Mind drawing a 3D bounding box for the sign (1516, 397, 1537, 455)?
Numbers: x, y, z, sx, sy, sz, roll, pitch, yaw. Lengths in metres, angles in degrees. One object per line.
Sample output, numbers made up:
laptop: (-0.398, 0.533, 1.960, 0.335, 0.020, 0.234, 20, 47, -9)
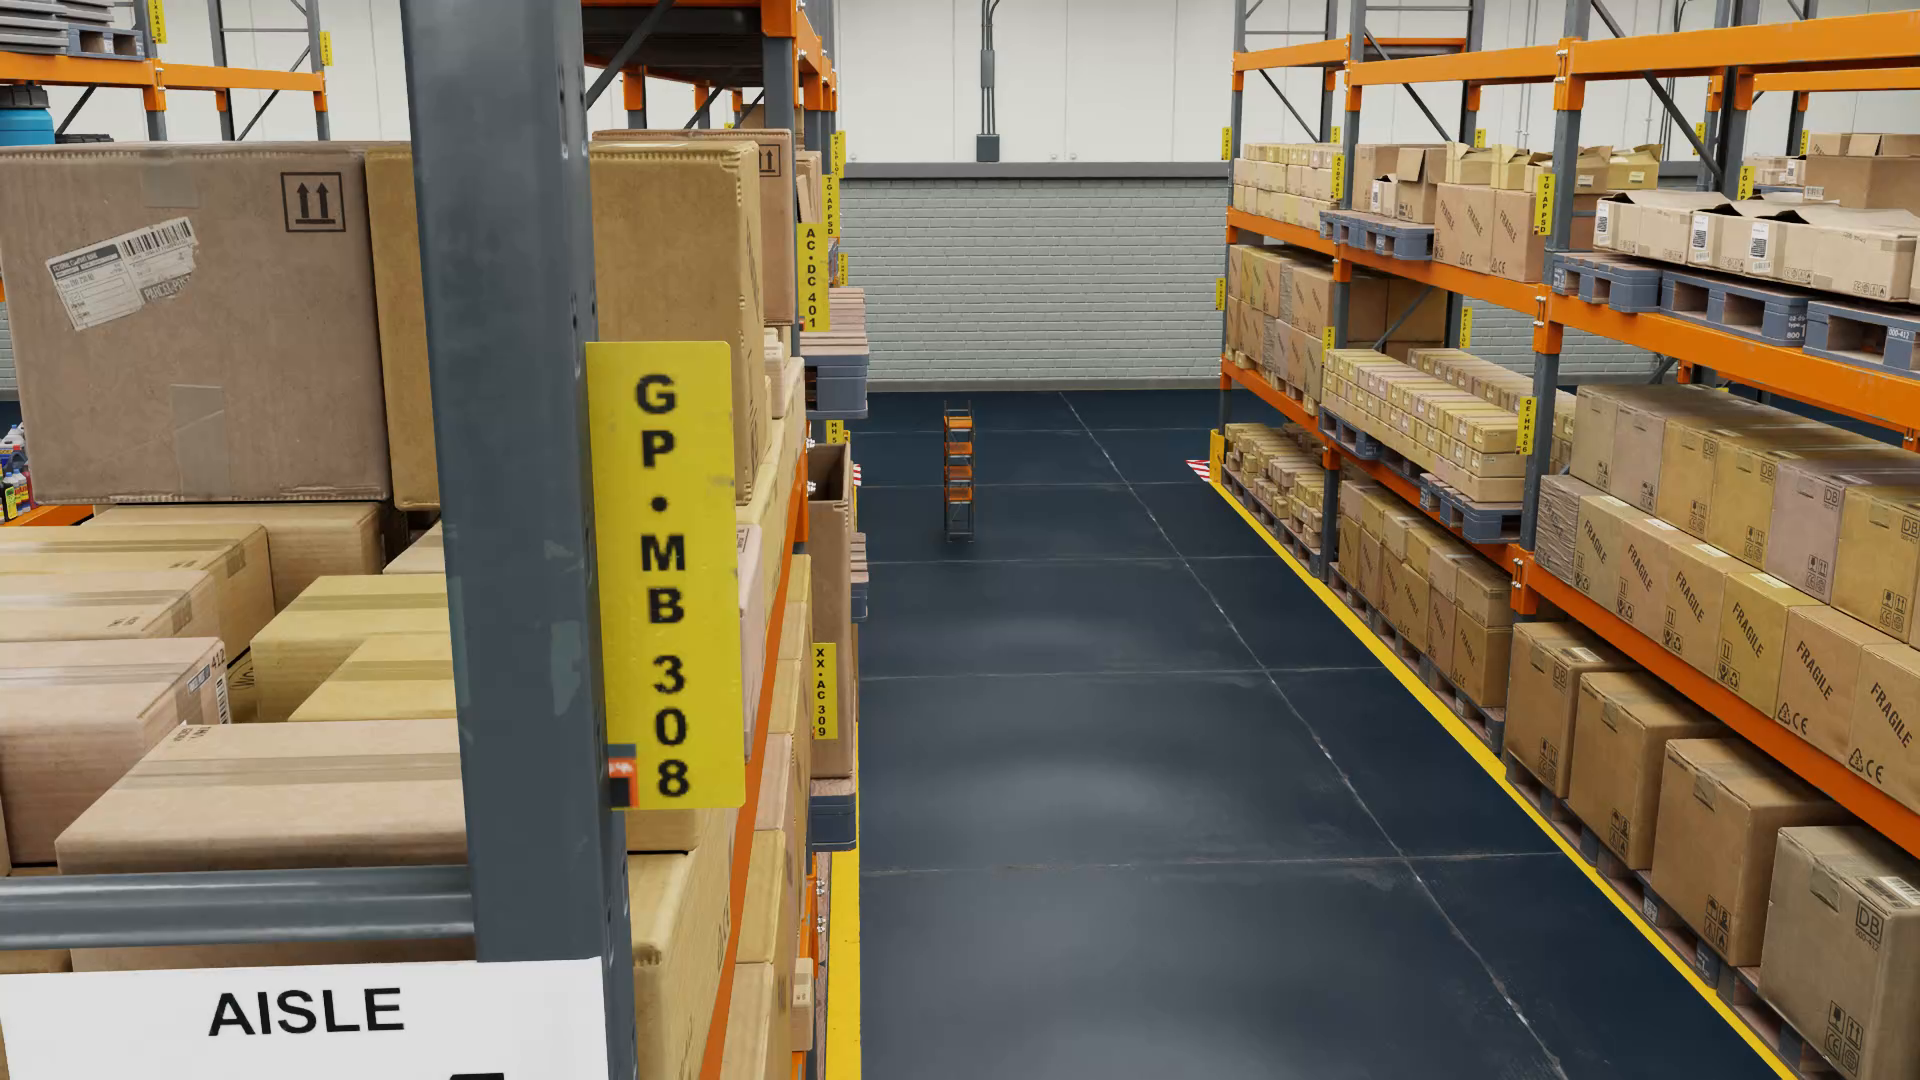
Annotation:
sign: (3.179, -0.639, 9.326, 0.100, 0.325, 0.005, -1, 14, -3)

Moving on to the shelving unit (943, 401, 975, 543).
shelving unit: (-0.010, -0.622, 15.037, 0.258, 1.200, 0.503, -1, 14, -3)

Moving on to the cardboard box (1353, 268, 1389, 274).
cardboard box: (3.640, -2.044, 14.145, 0.500, 0.500, 0.500, -1, 14, -5)

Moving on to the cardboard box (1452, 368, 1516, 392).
cardboard box: (3.751, -1.138, 11.896, 0.380, 0.149, 0.250, -1, 14, -5)

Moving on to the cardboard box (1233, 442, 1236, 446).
cardboard box: (3.000, -0.950, 16.979, 0.380, 0.149, 0.250, 0, 14, -1)

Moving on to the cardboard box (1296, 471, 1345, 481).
cardboard box: (3.174, -0.508, 14.666, 0.380, 0.149, 0.250, 0, 14, -2)

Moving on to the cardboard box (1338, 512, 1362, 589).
cardboard box: (3.253, 0.073, 12.898, 0.500, 0.500, 0.500, 0, 14, -1)

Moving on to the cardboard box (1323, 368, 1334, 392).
cardboard box: (3.037, -1.243, 12.902, 0.380, 0.149, 0.250, -1, 14, -3)

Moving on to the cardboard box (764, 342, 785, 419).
cardboard box: (-0.610, -0.381, 3.968, 0.380, 0.149, 0.250, -1, 14, -5)

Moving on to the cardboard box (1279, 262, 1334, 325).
cardboard box: (3.118, -2.168, 14.628, 0.500, 0.500, 0.500, -1, 14, -2)

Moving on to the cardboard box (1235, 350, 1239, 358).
cardboard box: (2.974, -1.847, 16.690, 0.380, 0.149, 0.250, 0, 14, -1)

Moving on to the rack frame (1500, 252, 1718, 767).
rack frame: (3.720, -0.128, 9.502, 1.000, 3.000, 0.127, -1, 14, -3)

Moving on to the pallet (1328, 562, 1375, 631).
pallet: (3.522, 0.422, 12.964, 1.003, 0.211, 1.213, -1, 14, -3)

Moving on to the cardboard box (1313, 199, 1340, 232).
cardboard box: (3.172, -2.620, 13.472, 0.500, 0.250, 0.500, -1, 14, -2)

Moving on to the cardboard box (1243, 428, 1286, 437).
cardboard box: (3.055, -1.026, 16.678, 0.380, 0.149, 0.250, -1, 14, -2)

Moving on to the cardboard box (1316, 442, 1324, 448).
cardboard box: (3.636, -0.843, 15.968, 0.380, 0.149, 0.250, 0, 14, -1)

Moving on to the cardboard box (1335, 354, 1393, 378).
cardboard box: (3.061, -1.318, 12.596, 0.380, 0.149, 0.250, 0, 14, -2)

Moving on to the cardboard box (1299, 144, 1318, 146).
cardboard box: (3.472, -3.728, 15.972, 0.380, 0.149, 0.250, -1, 14, -5)

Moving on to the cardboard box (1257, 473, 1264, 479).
cardboard box: (3.075, -0.552, 16.030, 0.380, 0.149, 0.250, -1, 14, -3)

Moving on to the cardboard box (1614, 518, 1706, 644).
cardboard box: (3.543, 0.192, 8.061, 0.500, 0.500, 0.500, -1, 14, -3)

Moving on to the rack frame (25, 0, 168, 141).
rack frame: (-6.428, -3.900, 12.124, 1.000, 3.000, 0.127, -1, 14, -3)

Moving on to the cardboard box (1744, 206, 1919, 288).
cardboard box: (3.639, -1.227, 6.890, 0.500, 0.311, 0.500, -1, 14, -5)

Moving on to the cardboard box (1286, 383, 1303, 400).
cardboard box: (3.101, -1.329, 14.678, 0.380, 0.149, 0.250, -2, 15, -6)

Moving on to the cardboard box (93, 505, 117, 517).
cardboard box: (-1.143, -0.048, 2.673, 0.380, 0.149, 0.250, -2, 15, -6)

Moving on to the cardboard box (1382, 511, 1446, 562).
cardboard box: (3.317, -0.031, 11.796, 0.500, 0.250, 0.500, 0, 14, -1)

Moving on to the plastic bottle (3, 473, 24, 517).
plastic bottle: (-5.916, -0.285, 10.372, 0.097, 0.271, 0.097, 0, 14, 0)

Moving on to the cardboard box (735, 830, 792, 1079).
cardboard box: (-0.560, 0.847, 2.910, 0.500, 0.500, 0.500, -1, 14, -3)

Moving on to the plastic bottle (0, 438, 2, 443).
plastic bottle: (-6.722, -0.583, 11.522, 0.152, 0.276, 0.135, -1, 14, -3)

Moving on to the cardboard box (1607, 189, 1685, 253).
cardboard box: (3.950, -1.775, 9.684, 0.500, 0.500, 0.500, -1, 14, -3)

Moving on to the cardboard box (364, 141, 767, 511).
cardboard box: (-0.564, -0.347, 2.535, 0.500, 0.500, 0.500, -1, 14, -4)

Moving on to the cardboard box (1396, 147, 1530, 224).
cardboard box: (3.437, -2.442, 11.429, 0.797, 0.503, 0.637, -1, 14, -4)

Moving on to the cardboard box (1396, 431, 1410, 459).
cardboard box: (3.156, -0.644, 11.171, 0.380, 0.149, 0.250, 0, 14, -2)

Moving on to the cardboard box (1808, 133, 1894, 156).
cardboard box: (8.134, -3.468, 15.221, 0.500, 0.500, 0.500, -1, 14, -2)

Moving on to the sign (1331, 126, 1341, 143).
sign: (3.779, -4.002, 16.765, 0.100, 0.325, 0.005, -1, 14, -3)

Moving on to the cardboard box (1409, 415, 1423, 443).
cardboard box: (3.169, -0.725, 10.889, 0.380, 0.149, 0.250, -1, 14, -4)

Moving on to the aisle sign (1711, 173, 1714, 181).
aisle sign: (7.865, -3.491, 17.358, 0.394, 0.787, 0.004, -1, 14, -3)

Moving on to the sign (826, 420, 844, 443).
sign: (-0.696, -0.609, 9.210, 0.100, 0.325, 0.005, -1, 14, -3)

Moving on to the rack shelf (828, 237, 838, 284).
rack shelf: (-1.361, -1.678, 10.951, 1.077, 0.370, 4.000, -1, 14, -3)

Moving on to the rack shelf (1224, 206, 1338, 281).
rack shelf: (3.348, -2.724, 15.018, 1.077, 0.370, 4.000, -1, 14, -3)

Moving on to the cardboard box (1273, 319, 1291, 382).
cardboard box: (3.099, -1.684, 14.753, 0.500, 0.500, 0.500, -1, 14, -4)

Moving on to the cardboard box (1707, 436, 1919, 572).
cardboard box: (3.836, -0.168, 7.452, 0.700, 0.500, 0.500, -1, 14, -4)

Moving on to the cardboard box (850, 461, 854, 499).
cardboard box: (-1.425, -0.086, 12.764, 1.225, 0.875, 0.875, -1, 14, -3)

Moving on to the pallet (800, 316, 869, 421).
pallet: (-0.921, -0.598, 5.689, 1.213, 0.211, 1.003, -1, 14, -3)

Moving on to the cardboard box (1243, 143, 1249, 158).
cardboard box: (3.017, -3.848, 16.441, 0.380, 0.149, 0.250, -1, 14, -4)

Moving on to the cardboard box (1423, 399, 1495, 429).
cardboard box: (3.182, -0.806, 10.607, 0.380, 0.149, 0.250, 0, 14, -2)

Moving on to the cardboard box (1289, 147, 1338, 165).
cardboard box: (3.074, -3.332, 14.436, 0.380, 0.149, 0.250, -1, 14, -4)

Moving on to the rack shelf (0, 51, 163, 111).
rack shelf: (-6.304, -2.860, 10.330, 1.077, 0.370, 4.000, -1, 14, -3)

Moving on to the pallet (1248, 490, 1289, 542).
pallet: (3.316, -0.242, 15.545, 1.003, 0.211, 1.213, -1, 14, -3)

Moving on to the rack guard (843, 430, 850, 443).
rack guard: (-1.734, -0.861, 17.370, 1.175, 0.500, 0.348, -1, 14, -3)

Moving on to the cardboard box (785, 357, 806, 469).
cardboard box: (-0.700, -0.352, 4.656, 0.500, 0.250, 0.500, 0, 14, -1)
